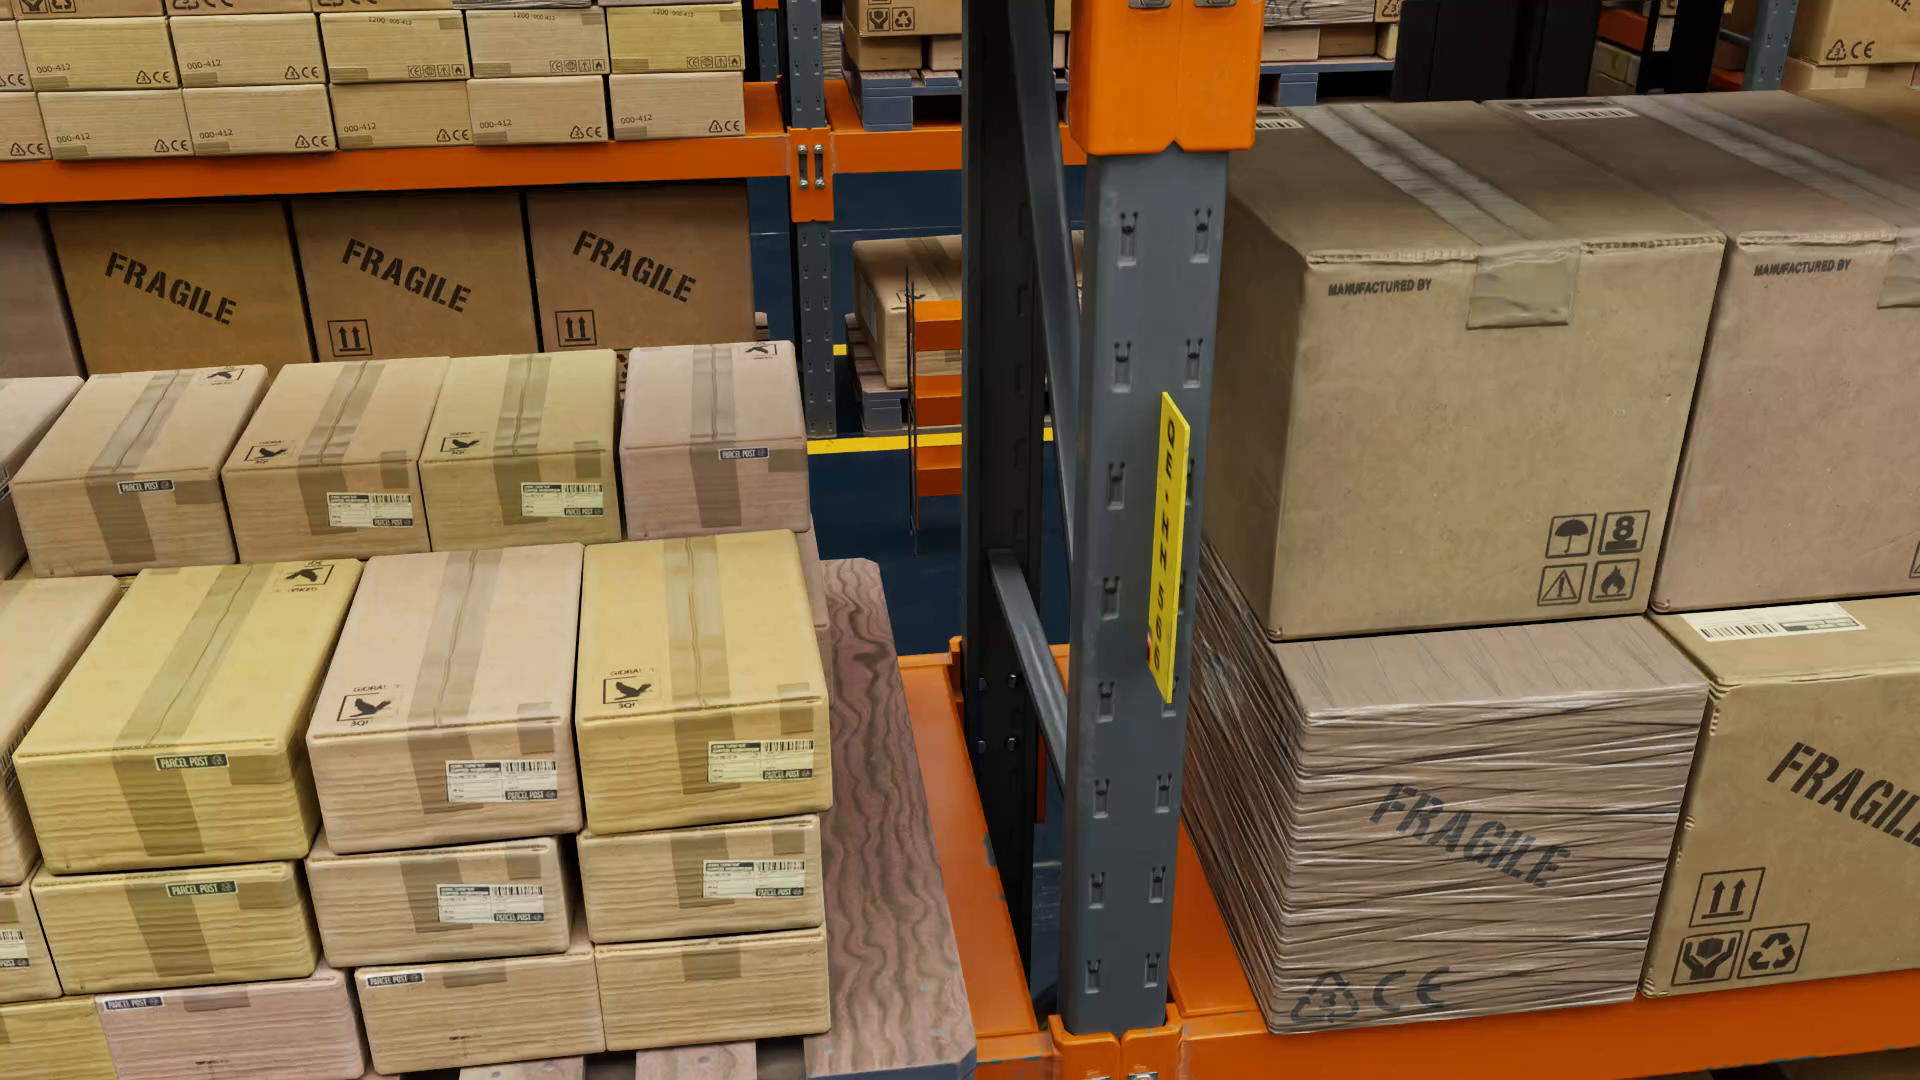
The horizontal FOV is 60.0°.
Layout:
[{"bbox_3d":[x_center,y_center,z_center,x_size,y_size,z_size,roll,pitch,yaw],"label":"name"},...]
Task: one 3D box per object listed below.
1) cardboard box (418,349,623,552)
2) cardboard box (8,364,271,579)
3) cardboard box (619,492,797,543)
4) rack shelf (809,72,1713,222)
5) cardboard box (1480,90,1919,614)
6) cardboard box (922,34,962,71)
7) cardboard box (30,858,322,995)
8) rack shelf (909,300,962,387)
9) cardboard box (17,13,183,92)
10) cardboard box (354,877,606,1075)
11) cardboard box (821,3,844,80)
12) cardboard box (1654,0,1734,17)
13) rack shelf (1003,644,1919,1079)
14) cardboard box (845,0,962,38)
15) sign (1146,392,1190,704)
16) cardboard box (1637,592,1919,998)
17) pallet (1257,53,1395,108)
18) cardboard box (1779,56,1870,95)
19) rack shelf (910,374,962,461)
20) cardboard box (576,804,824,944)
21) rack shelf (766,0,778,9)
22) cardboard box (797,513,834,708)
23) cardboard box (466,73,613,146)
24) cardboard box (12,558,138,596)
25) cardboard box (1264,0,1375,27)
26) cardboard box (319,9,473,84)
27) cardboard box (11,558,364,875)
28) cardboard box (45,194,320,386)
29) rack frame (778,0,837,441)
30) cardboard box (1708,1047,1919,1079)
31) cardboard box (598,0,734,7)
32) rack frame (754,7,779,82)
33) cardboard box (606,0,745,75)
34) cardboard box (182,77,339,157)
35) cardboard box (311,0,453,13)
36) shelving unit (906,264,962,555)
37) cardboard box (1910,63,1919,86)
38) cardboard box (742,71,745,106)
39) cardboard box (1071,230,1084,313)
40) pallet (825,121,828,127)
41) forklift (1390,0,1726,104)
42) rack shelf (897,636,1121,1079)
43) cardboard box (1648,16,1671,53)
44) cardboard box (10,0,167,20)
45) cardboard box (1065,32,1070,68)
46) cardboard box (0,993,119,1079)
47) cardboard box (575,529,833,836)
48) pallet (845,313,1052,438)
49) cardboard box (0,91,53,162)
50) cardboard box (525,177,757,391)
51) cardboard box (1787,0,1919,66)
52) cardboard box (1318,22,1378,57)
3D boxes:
[{"bbox_3d":[-0.617,-0.134,2.388,0.250,0.149,0.380,-4,27,-9],"label":"cardboard box"},{"bbox_3d":[-1.123,-0.103,2.329,0.250,0.149,0.380,-5,28,-9],"label":"cardboard box"},{"bbox_3d":[-0.373,-0.021,2.495,0.250,0.149,0.380,-2,27,-5],"label":"cardboard box"},{"bbox_3d":[1.324,-1.792,7.246,4.000,0.370,1.077,-4,27,-7],"label":"rack shelf"},{"bbox_3d":[1.080,-0.300,2.344,0.500,0.500,0.700,-4,27,-8],"label":"cardboard box"},{"bbox_3d":[-0.024,-2.000,6.677,0.250,0.149,0.380,-5,28,-10],"label":"cardboard box"},{"bbox_3d":[-0.817,0.312,1.846,0.250,0.149,0.380,-3,27,-6],"label":"cardboard box"},{"bbox_3d":[-0.053,-0.707,5.879,0.240,0.259,0.215,-4,27,-7],"label":"rack shelf"},{"bbox_3d":[-3.127,-1.853,6.192,0.500,0.250,0.500,-3,27,-6],"label":"cardboard box"},{"bbox_3d":[-0.537,0.425,1.951,0.250,0.149,0.380,-4,27,-7],"label":"cardboard box"},{"bbox_3d":[-0.732,-3.393,11.718,0.625,0.625,0.875,-3,27,-5],"label":"cardboard box"},{"bbox_3d":[2.879,-2.470,6.883,0.500,0.500,0.500,-4,27,-8],"label":"cardboard box"},{"bbox_3d":[2.114,0.439,2.897,4.000,0.370,1.077,-4,27,-7],"label":"rack shelf"},{"bbox_3d":[-0.179,-2.273,6.499,0.500,0.500,0.500,-4,27,-9],"label":"cardboard box"},{"bbox_3d":[0.218,0.011,1.762,0.005,0.325,0.100,-4,27,-7],"label":"sign"},{"bbox_3d":[1.119,0.261,2.345,0.500,0.500,0.500,-4,27,-8],"label":"cardboard box"},{"bbox_3d":[1.298,-2.044,7.159,1.213,0.211,1.003,-4,27,-7],"label":"pallet"},{"bbox_3d":[3.661,-2.003,7.143,0.250,0.149,0.380,-4,27,-7],"label":"cardboard box"},{"bbox_3d":[-0.053,-0.454,6.009,0.240,0.259,0.215,-4,27,-7],"label":"rack shelf"},{"bbox_3d":[-0.292,0.276,1.916,0.250,0.149,0.380,-3,27,-6],"label":"cardboard box"},{"bbox_3d":[0.629,-4.036,11.618,4.000,0.370,1.077,-4,27,-7],"label":"rack shelf"},{"bbox_3d":[-0.338,0.108,2.569,0.250,0.149,0.380,-4,27,-8],"label":"cardboard box"},{"bbox_3d":[-1.625,-1.729,6.499,0.500,0.250,0.500,-3,27,-6],"label":"cardboard box"},{"bbox_3d":[-1.155,0.031,2.392,0.250,0.149,0.380,-4,27,-7],"label":"cardboard box"},{"bbox_3d":[1.358,-2.374,6.696,0.500,0.500,0.500,-5,28,-9],"label":"cardboard box"},{"bbox_3d":[-2.112,-1.919,6.321,0.500,0.250,0.500,-4,27,-8],"label":"cardboard box"},{"bbox_3d":[-0.797,0.176,1.784,0.250,0.149,0.380,-3,27,-6],"label":"cardboard box"},{"bbox_3d":[-3.121,-1.109,6.993,0.875,0.875,0.875,-3,27,-6],"label":"cardboard box"},{"bbox_3d":[-0.656,-1.985,6.833,0.127,3.000,1.000,-4,27,-7],"label":"rack frame"},{"bbox_3d":[1.614,1.005,3.010,0.750,0.750,1.050,-3,27,-6],"label":"cardboard box"},{"bbox_3d":[-1.132,-2.323,6.288,0.500,0.500,0.500,-4,27,-9],"label":"cardboard box"},{"bbox_3d":[-1.352,-4.229,11.206,0.127,3.000,1.000,-4,27,-7],"label":"rack frame"},{"bbox_3d":[-1.101,-1.995,6.470,0.500,0.250,0.500,-4,27,-7],"label":"cardboard box"},{"bbox_3d":[-2.627,-1.659,6.363,0.500,0.250,0.500,-4,27,-8],"label":"cardboard box"},{"bbox_3d":[-2.132,-2.259,6.161,0.500,0.500,0.500,-4,27,-7],"label":"cardboard box"},{"bbox_3d":[-0.053,-0.464,6.004,0.252,1.050,0.215,-4,27,-7],"label":"shelving unit"},{"bbox_3d":[4.163,-2.073,7.280,0.250,0.149,0.380,-4,27,-7],"label":"cardboard box"},{"bbox_3d":[-1.176,-2.001,7.029,0.500,0.250,0.500,-4,27,-8],"label":"cardboard box"},{"bbox_3d":[0.634,-1.085,7.497,0.625,0.372,0.950,-4,27,-8],"label":"cardboard box"},{"bbox_3d":[-0.531,-3.023,11.910,1.213,0.211,1.003,-4,27,-7],"label":"pallet"},{"bbox_3d":[1.861,-0.599,4.208,3.031,2.935,1.130,19,33,33],"label":"forklift"},{"bbox_3d":[-1.847,0.693,2.401,4.000,0.370,1.077,-4,27,-7],"label":"rack shelf"},{"bbox_3d":[2.834,-2.157,6.984,0.250,0.149,0.380,-3,27,-6],"label":"cardboard box"},{"bbox_3d":[-3.145,-2.194,6.035,0.500,0.500,0.500,-4,27,-8],"label":"cardboard box"},{"bbox_3d":[0.529,-2.004,6.686,0.250,0.149,0.380,-4,27,-7],"label":"cardboard box"},{"bbox_3d":[-1.039,0.456,1.891,0.250,0.149,0.380,-4,27,-8],"label":"cardboard box"},{"bbox_3d":[-0.288,0.145,1.846,0.250,0.149,0.380,-5,28,-9],"label":"cardboard box"},{"bbox_3d":[0.118,-0.794,7.566,1.213,0.211,1.003,-4,27,-7],"label":"pallet"},{"bbox_3d":[-3.633,-1.606,6.259,0.500,0.250,0.500,-4,27,-8],"label":"cardboard box"},{"bbox_3d":[-1.352,-1.220,7.210,0.875,0.875,0.875,-4,27,-8],"label":"cardboard box"},{"bbox_3d":[3.779,-2.318,7.047,0.500,0.500,0.500,-4,27,-7],"label":"cardboard box"},{"bbox_3d":[1.546,-2.129,6.928,0.250,0.149,0.380,-5,28,-9],"label":"cardboard box"}]
